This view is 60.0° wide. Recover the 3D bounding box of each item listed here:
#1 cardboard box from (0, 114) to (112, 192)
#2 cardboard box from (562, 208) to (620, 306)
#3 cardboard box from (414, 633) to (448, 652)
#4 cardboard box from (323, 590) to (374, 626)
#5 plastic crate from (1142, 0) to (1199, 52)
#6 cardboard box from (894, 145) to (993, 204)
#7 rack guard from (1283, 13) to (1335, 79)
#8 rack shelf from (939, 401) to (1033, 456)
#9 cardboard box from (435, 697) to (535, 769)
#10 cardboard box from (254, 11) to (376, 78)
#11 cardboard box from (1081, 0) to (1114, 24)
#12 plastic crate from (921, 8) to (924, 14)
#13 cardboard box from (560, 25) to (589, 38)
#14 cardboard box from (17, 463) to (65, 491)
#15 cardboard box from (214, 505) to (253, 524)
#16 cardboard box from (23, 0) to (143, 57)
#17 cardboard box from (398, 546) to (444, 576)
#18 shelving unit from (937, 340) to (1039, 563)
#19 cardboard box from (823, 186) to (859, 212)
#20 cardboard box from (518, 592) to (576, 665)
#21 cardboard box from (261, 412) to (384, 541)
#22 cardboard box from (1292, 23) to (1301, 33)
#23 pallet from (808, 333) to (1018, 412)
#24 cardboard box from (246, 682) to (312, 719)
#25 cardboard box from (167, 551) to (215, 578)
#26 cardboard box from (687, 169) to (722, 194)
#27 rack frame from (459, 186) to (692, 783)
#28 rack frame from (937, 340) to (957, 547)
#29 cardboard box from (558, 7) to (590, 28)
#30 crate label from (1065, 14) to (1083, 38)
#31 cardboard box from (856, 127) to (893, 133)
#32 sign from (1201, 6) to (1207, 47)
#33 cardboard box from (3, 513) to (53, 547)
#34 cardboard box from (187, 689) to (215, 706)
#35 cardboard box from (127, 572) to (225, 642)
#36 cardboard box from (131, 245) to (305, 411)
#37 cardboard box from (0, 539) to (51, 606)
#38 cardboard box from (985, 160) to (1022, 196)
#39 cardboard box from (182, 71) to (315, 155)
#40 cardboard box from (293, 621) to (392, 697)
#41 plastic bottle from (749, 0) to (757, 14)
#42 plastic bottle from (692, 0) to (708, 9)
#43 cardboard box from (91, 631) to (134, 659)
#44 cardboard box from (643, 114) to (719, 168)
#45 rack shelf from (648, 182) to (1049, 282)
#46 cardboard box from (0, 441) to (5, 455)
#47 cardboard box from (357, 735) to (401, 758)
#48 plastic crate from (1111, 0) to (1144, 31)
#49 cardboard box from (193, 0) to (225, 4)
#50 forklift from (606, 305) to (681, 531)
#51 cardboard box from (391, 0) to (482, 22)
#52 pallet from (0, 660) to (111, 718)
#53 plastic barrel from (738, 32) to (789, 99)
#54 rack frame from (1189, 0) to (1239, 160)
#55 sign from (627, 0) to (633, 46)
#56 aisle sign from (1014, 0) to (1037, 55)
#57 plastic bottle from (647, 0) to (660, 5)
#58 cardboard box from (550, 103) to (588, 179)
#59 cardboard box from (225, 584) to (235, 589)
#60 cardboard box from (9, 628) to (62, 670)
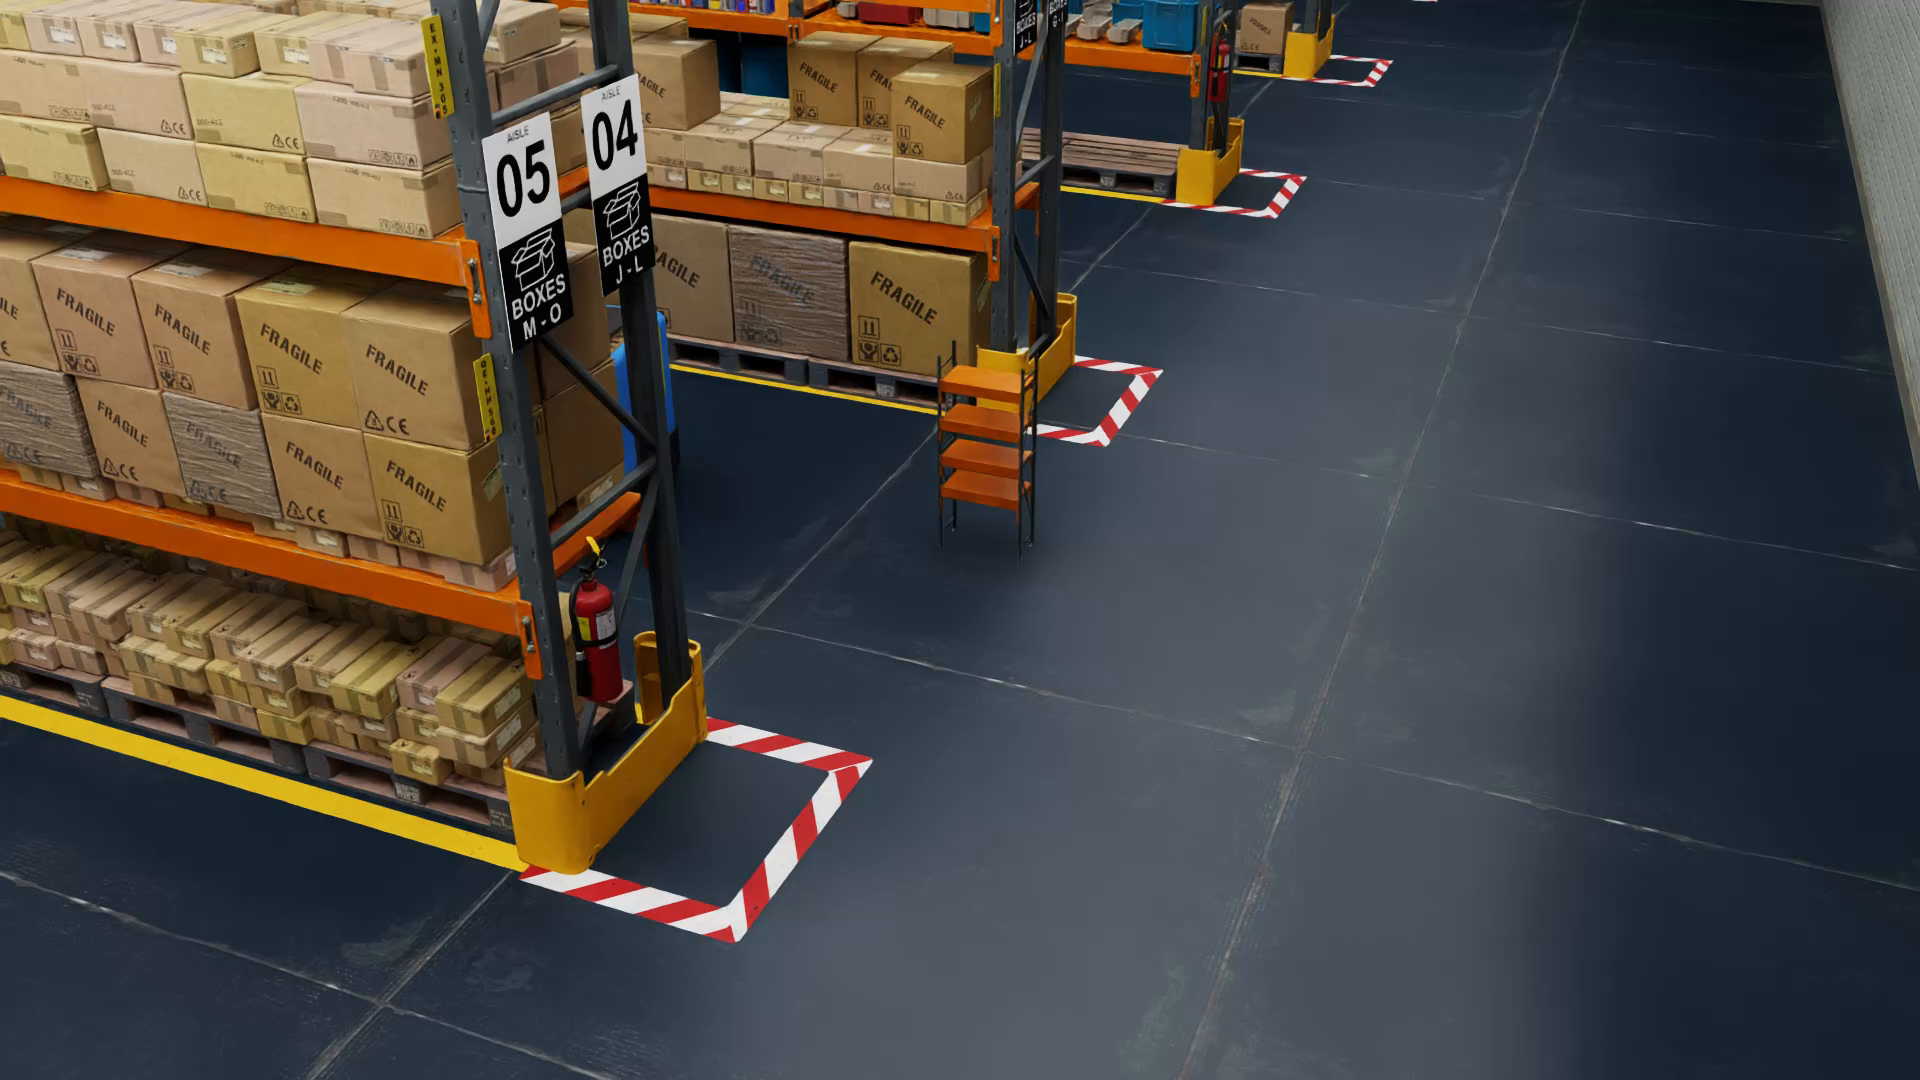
[{"bbox_3d":[-3.463,-1.614,6.660,0.500,0.250,0.500,13,32,21],"label":"cardboard box"},{"bbox_3d":[-2.678,-2.213,12.350,0.875,0.875,0.875,11,31,19],"label":"cardboard box"},{"bbox_3d":[-2.393,0.502,7.981,0.250,0.149,0.380,12,32,20],"label":"cardboard box"},{"bbox_3d":[-2.870,0.251,8.123,0.250,0.149,0.380,13,32,21],"label":"cardboard box"},{"bbox_3d":[1.928,-4.651,14.833,0.499,0.435,0.616,11,31,19],"label":"plastic crate"},{"bbox_3d":[-0.102,-2.407,10.810,0.500,0.250,0.500,11,31,18],"label":"cardboard box"},{"bbox_3d":[4.104,-5.816,19.532,0.348,0.500,1.175,11,31,19],"label":"rack guard"},{"bbox_3d":[0.153,-0.628,9.324,0.480,0.148,0.258,11,31,19],"label":"rack shelf"},{"bbox_3d":[-2.108,0.830,7.401,0.250,0.149,0.380,10,31,18],"label":"cardboard box"},{"bbox_3d":[-2.360,-1.828,6.126,0.250,0.149,0.380,10,31,18],"label":"cardboard box"},{"bbox_3d":[1.798,-6.536,20.551,0.500,0.311,0.500,11,31,19],"label":"cardboard box"},{"bbox_3d":[-0.260,-5.194,16.110,0.590,0.125,0.437,11,31,19],"label":"plastic crate"},{"bbox_3d":[-2.912,-3.300,11.627,0.500,0.500,0.500,11,31,19],"label":"cardboard box"},{"bbox_3d":[-4.086,-0.392,7.650,0.250,0.149,0.380,12,32,20],"label":"cardboard box"},{"bbox_3d":[-3.081,-0.232,7.367,0.250,0.149,0.380,10,31,17],"label":"cardboard box"},{"bbox_3d":[-3.348,-1.985,6.405,0.250,0.149,0.380,10,31,18],"label":"cardboard box"},{"bbox_3d":[-2.137,-0.016,6.986,0.250,0.149,0.380,11,31,19],"label":"cardboard box"},{"bbox_3d":[0.153,-0.492,9.401,0.503,1.200,0.258,11,31,19],"label":"shelving unit"},{"bbox_3d":[-0.713,-2.322,11.064,0.250,0.149,0.380,12,32,20],"label":"cardboard box"},{"bbox_3d":[-1.870,0.416,7.831,0.250,0.149,0.380,10,31,17],"label":"cardboard box"},{"bbox_3d":[-2.500,-0.368,6.948,0.500,0.500,0.500,11,31,18],"label":"cardboard box"},{"bbox_3d":[3.916,-6.075,19.899,0.250,0.149,0.380,11,31,19],"label":"cardboard box"},{"bbox_3d":[-0.324,-1.272,11.787,1.213,0.211,1.003,11,31,19],"label":"pallet"},{"bbox_3d":[-3.075,0.645,7.729,0.250,0.149,0.380,12,32,20],"label":"cardboard box"},{"bbox_3d":[-3.809,0.039,8.499,0.250,0.149,0.380,10,31,17],"label":"cardboard box"},{"bbox_3d":[-1.666,-2.511,11.399,0.250,0.149,0.380,10,31,18],"label":"cardboard box"},{"bbox_3d":[-1.512,-0.131,6.934,0.127,3.000,1.000,11,31,19],"label":"rack frame"},{"bbox_3d":[-0.073,-0.537,9.480,0.015,1.200,0.240,11,31,19],"label":"rack frame"},{"bbox_3d":[-2.733,-3.542,12.056,0.500,0.500,0.500,12,32,21],"label":"cardboard box"},{"bbox_3d":[0.955,-4.713,15.246,0.243,0.136,0.396,11,31,19],"label":"crate label"},{"bbox_3d":[-0.381,-2.743,11.405,0.500,0.250,0.500,11,31,19],"label":"cardboard box"},{"bbox_3d":[2.117,-4.450,14.408,0.005,0.325,0.100,11,31,19],"label":"sign"},{"bbox_3d":[-4.791,-0.125,8.788,0.250,0.149,0.380,12,32,21],"label":"cardboard box"},{"bbox_3d":[-3.512,0.636,8.047,0.250,0.149,0.380,12,32,21],"label":"cardboard box"},{"bbox_3d":[-3.752,0.323,7.995,0.250,0.149,0.380,10,31,17],"label":"cardboard box"},{"bbox_3d":[-2.984,-0.897,6.868,0.500,0.500,0.500,13,32,22],"label":"cardboard box"},{"bbox_3d":[-4.744,0.164,8.277,0.250,0.149,0.380,13,32,22],"label":"cardboard box"},{"bbox_3d":[0.242,-2.481,11.346,0.250,0.149,0.380,12,32,20],"label":"cardboard box"},{"bbox_3d":[-2.509,-1.653,6.221,0.500,0.250,0.500,10,31,18],"label":"cardboard box"},{"bbox_3d":[-2.813,0.546,7.601,0.250,0.149,0.380,10,31,17],"label":"cardboard box"},{"bbox_3d":[-2.002,-5.220,16.140,0.097,0.201,0.097,0,29,0],"label":"plastic bottle"},{"bbox_3d":[-2.544,-5.406,16.316,0.185,0.351,0.144,11,31,19],"label":"plastic bottle"},{"bbox_3d":[-4.000,0.418,8.130,0.250,0.149,0.380,13,32,21],"label":"cardboard box"},{"bbox_3d":[-1.982,-2.784,11.478,0.500,0.250,0.500,12,32,20],"label":"cardboard box"},{"bbox_3d":[-1.407,-2.431,11.733,4.000,0.370,1.077,11,31,19],"label":"rack shelf"},{"bbox_3d":[-4.393,-0.749,7.624,0.500,0.500,0.500,11,31,19],"label":"cardboard box"},{"bbox_3d":[-2.567,0.835,7.694,0.250,0.149,0.380,11,31,19],"label":"cardboard box"},{"bbox_3d":[1.594,-4.903,15.486,0.300,0.233,0.416,11,31,19],"label":"plastic crate"},{"bbox_3d":[-2.892,-2.203,6.789,0.250,0.149,0.380,12,32,21],"label":"cardboard box"},{"bbox_3d":[-3.334,-1.670,9.726,3.031,2.935,1.130,7,30,12],"label":"forklift"},{"bbox_3d":[-1.956,-1.982,6.399,0.250,0.149,0.380,13,32,21],"label":"cardboard box"},{"bbox_3d":[-4.583,0.451,8.738,1.213,0.211,1.003,11,31,19],"label":"pallet"},{"bbox_3d":[-1.895,-4.750,16.811,0.708,0.901,0.600,11,31,19],"label":"plastic barrel"},{"bbox_3d":[2.309,-4.632,14.897,0.127,3.000,1.000,11,31,19],"label":"rack frame"},{"bbox_3d":[-1.308,-2.065,6.418,0.005,0.325,0.100,11,31,19],"label":"sign"},{"bbox_3d":[0.400,-3.356,9.997,0.004,0.787,0.394,11,31,19],"label":"aisle sign"},{"bbox_3d":[-3.030,-5.473,16.510,0.135,0.276,0.152,11,31,19],"label":"plastic bottle"},{"bbox_3d":[-1.832,-1.571,6.586,0.500,0.250,0.500,12,32,21],"label":"cardboard box"},{"bbox_3d":[-3.617,0.245,8.436,0.250,0.149,0.380,10,31,17],"label":"cardboard box"},{"bbox_3d":[-4.505,0.472,8.336,0.250,0.149,0.380,11,31,19],"label":"cardboard box"}]
